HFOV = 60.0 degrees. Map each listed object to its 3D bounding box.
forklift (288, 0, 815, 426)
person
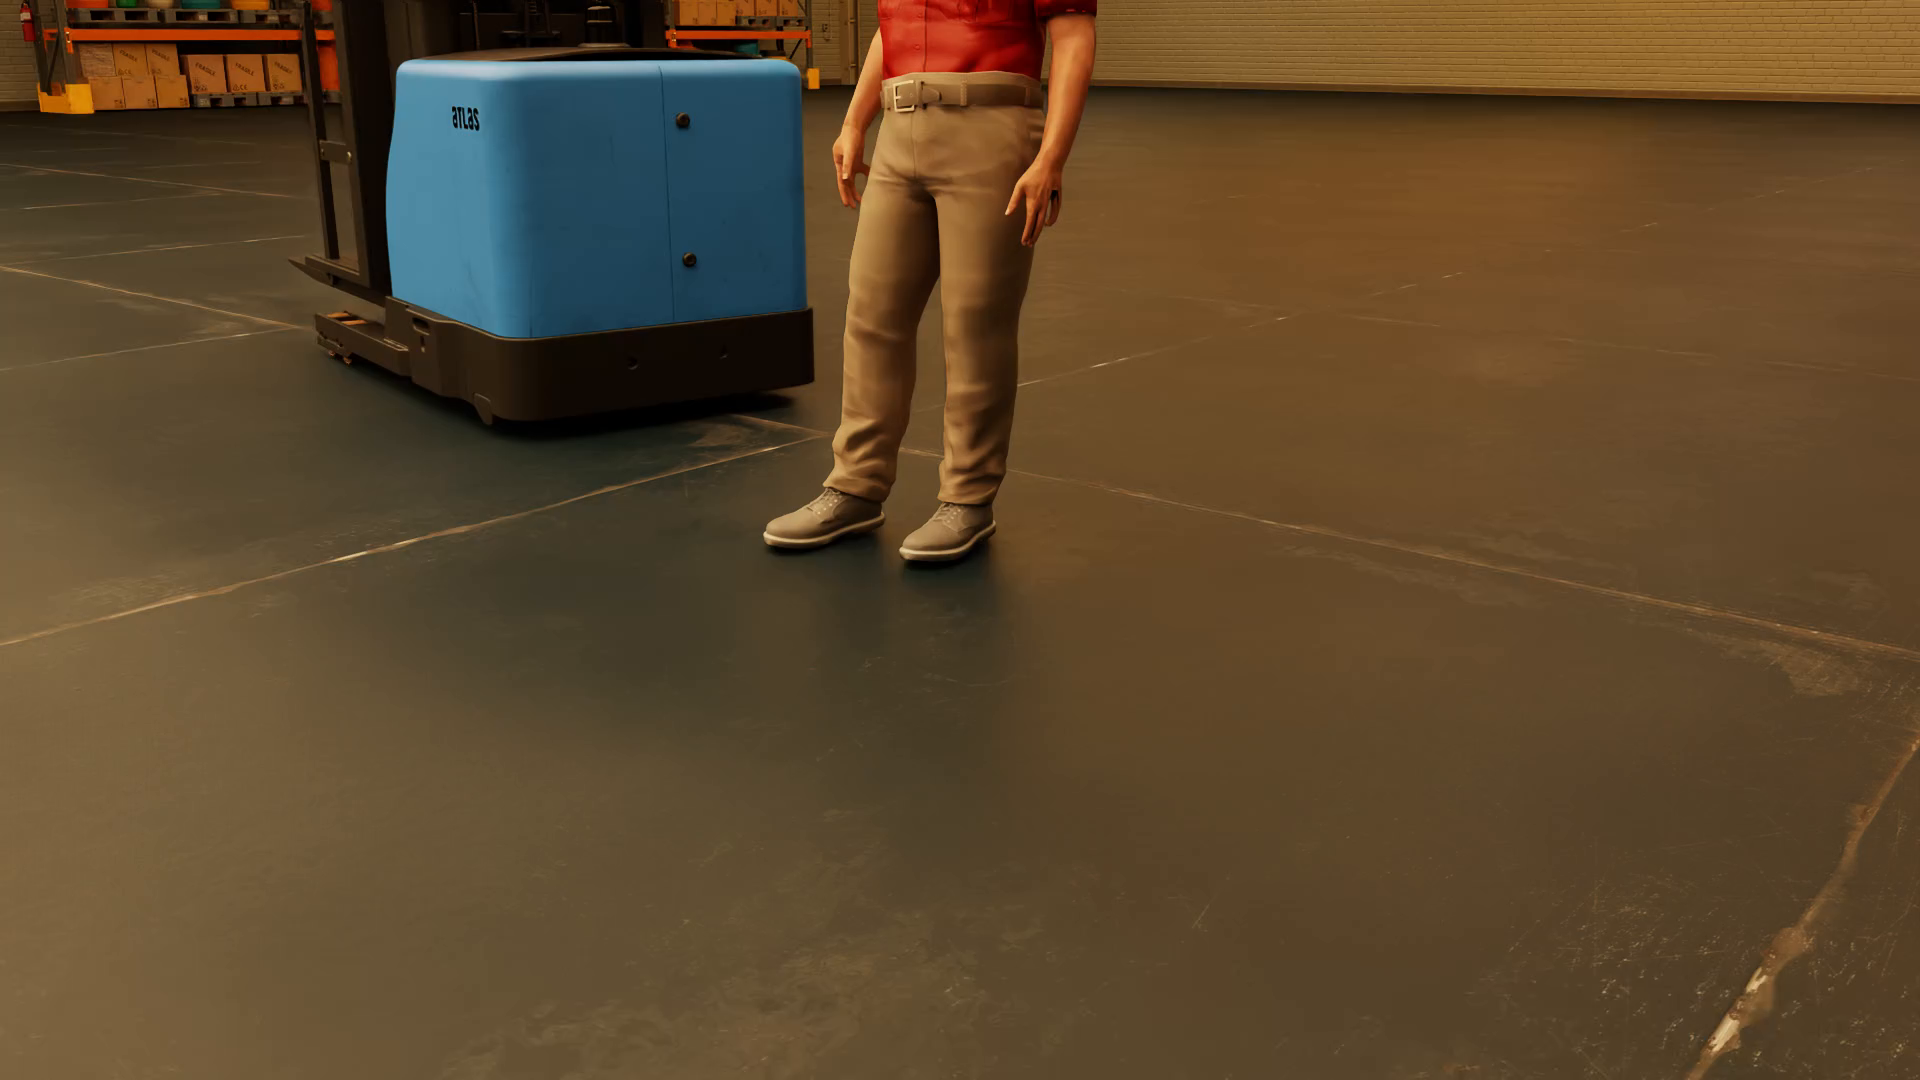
[{"bbox_3d":[-1.743,-2.110,5.847,1.130,2.935,3.031,-12,21,-34],"label":"forklift"},{"bbox_3d":[-0.066,-0.816,3.630,0.640,1.727,0.551,13,21,37],"label":"person"}]
